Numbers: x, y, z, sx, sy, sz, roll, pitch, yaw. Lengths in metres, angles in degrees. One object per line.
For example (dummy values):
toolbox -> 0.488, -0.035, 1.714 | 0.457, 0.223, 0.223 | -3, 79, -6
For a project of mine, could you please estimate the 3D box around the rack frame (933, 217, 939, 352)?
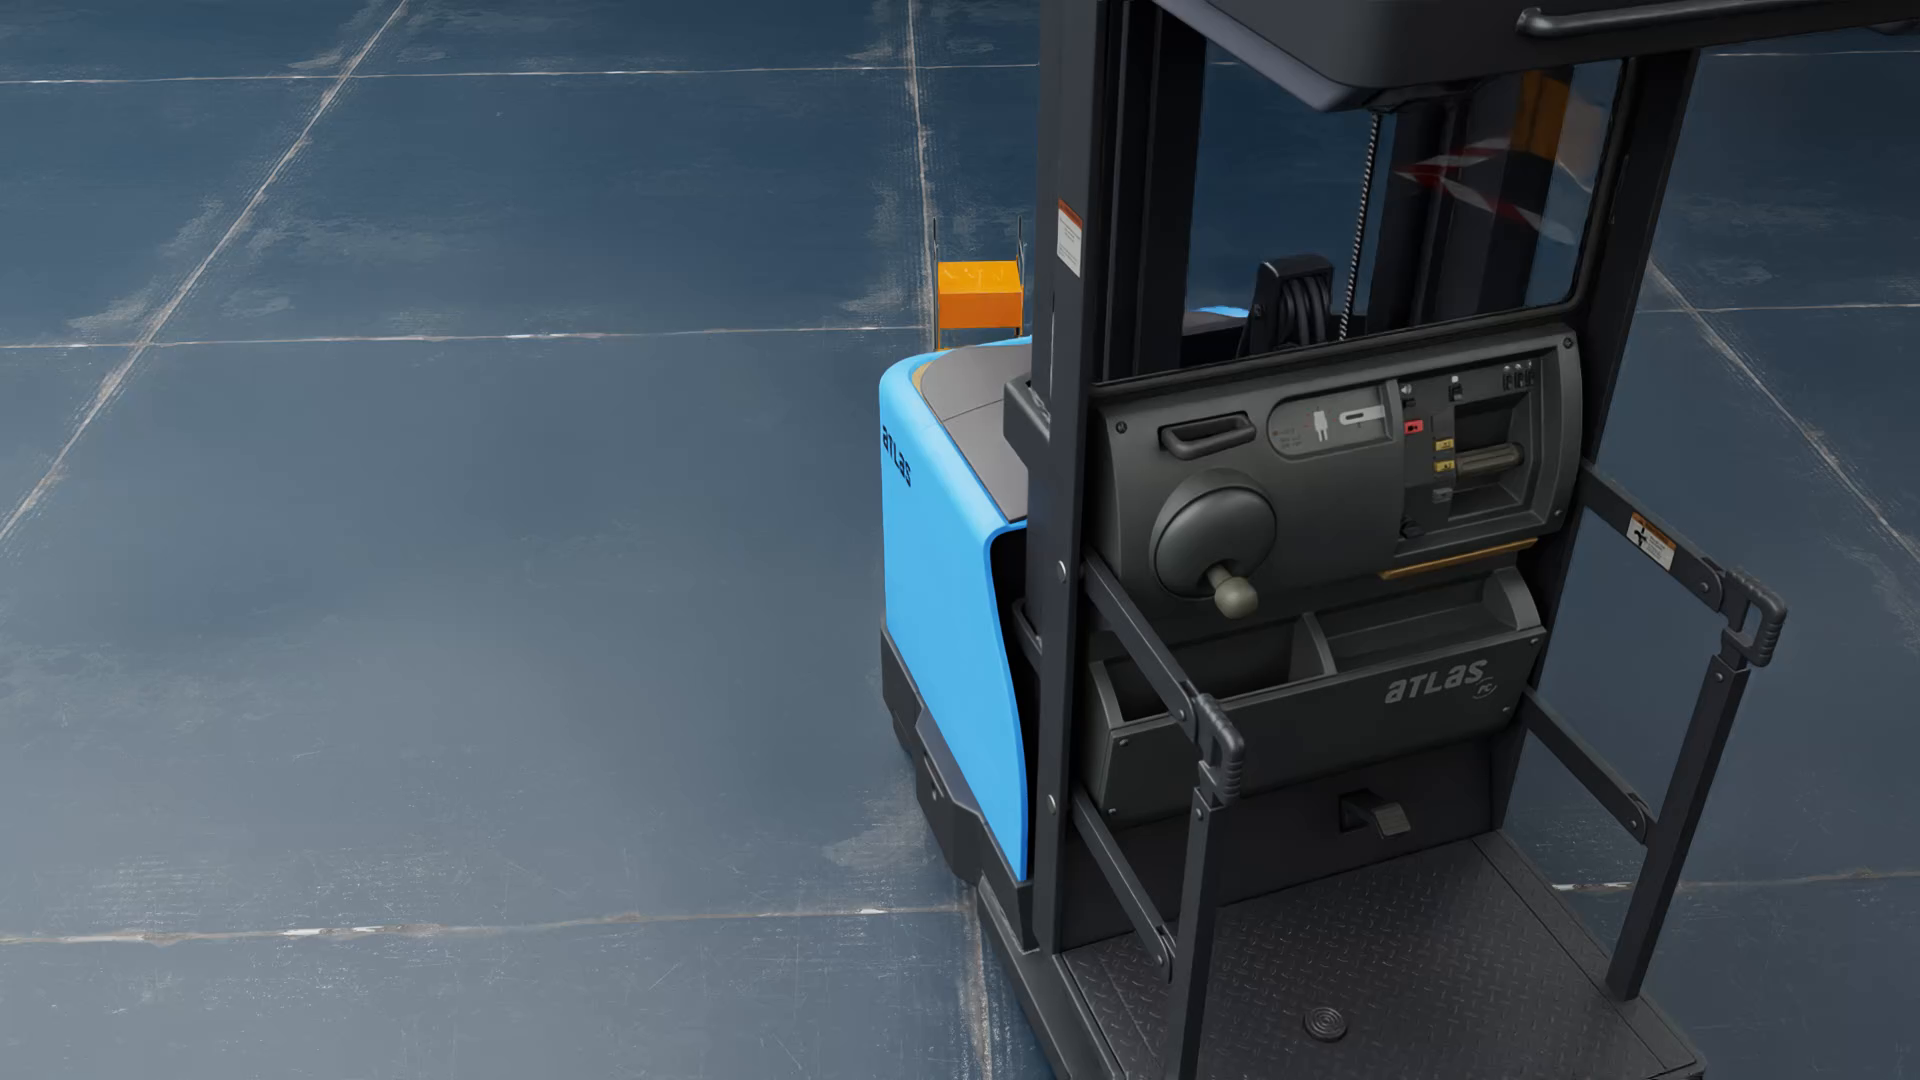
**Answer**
rack frame -> -0.068, -0.430, 4.949 | 0.008, 1.050, 0.200 | -2, 35, -2

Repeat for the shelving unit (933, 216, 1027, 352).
shelving unit -> 0.053, -0.433, 4.953 | 0.252, 1.050, 0.215 | -2, 35, -2

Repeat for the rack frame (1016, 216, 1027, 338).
rack frame -> 0.175, -0.436, 4.958 | 0.008, 1.050, 0.200 | -2, 35, -2

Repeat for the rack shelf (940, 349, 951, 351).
rack shelf -> 0.053, -0.424, 4.959 | 0.240, 0.259, 0.215 | -2, 35, -2

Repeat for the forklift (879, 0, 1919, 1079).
forklift -> 0.764, -0.058, 2.758 | 1.130, 2.935, 3.031 | -11, 36, -16

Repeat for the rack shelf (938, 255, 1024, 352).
rack shelf -> 0.053, -0.658, 4.798 | 0.240, 0.259, 0.215 | -2, 35, -2
